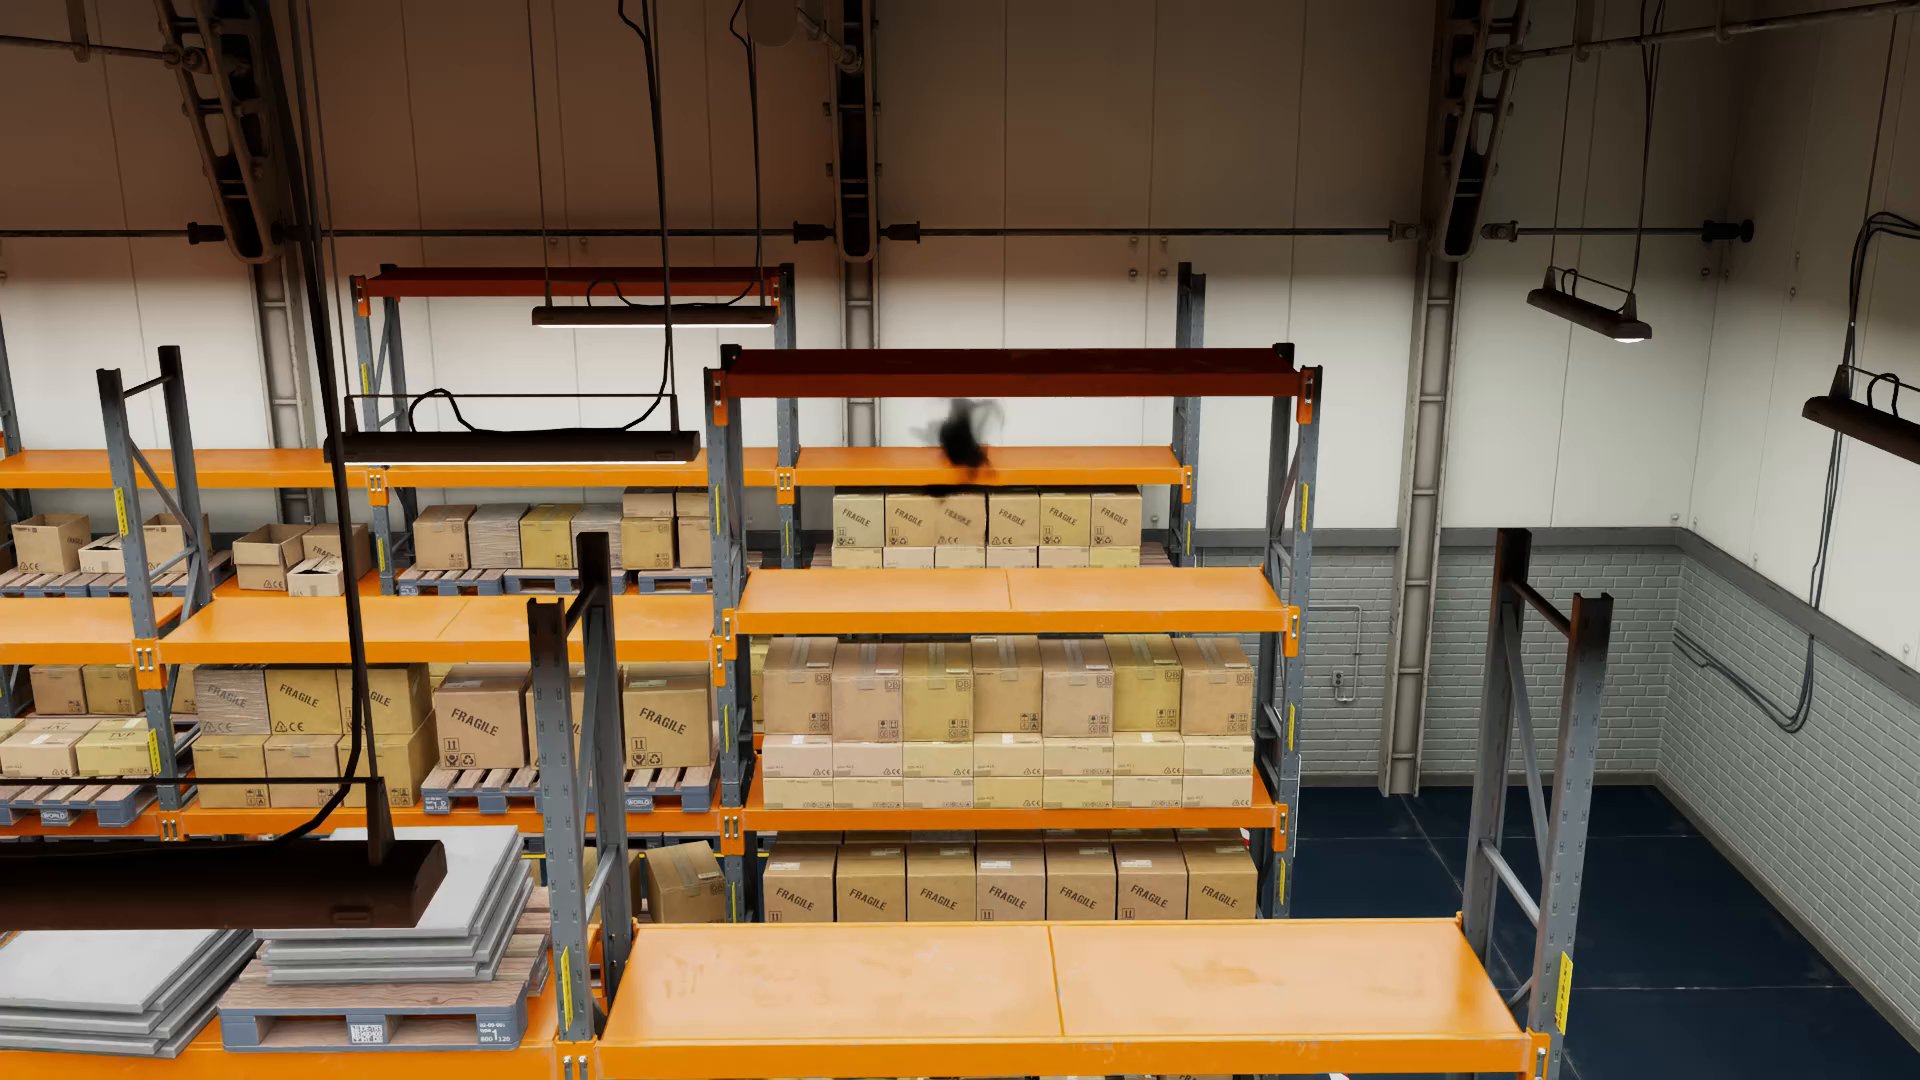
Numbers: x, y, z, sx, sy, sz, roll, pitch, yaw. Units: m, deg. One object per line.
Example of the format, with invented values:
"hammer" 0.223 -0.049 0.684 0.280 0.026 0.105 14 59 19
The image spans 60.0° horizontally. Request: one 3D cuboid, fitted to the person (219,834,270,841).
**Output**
"person" -6.592 2.924 15.450 0.734 1.736 0.677 -2 16 -8
